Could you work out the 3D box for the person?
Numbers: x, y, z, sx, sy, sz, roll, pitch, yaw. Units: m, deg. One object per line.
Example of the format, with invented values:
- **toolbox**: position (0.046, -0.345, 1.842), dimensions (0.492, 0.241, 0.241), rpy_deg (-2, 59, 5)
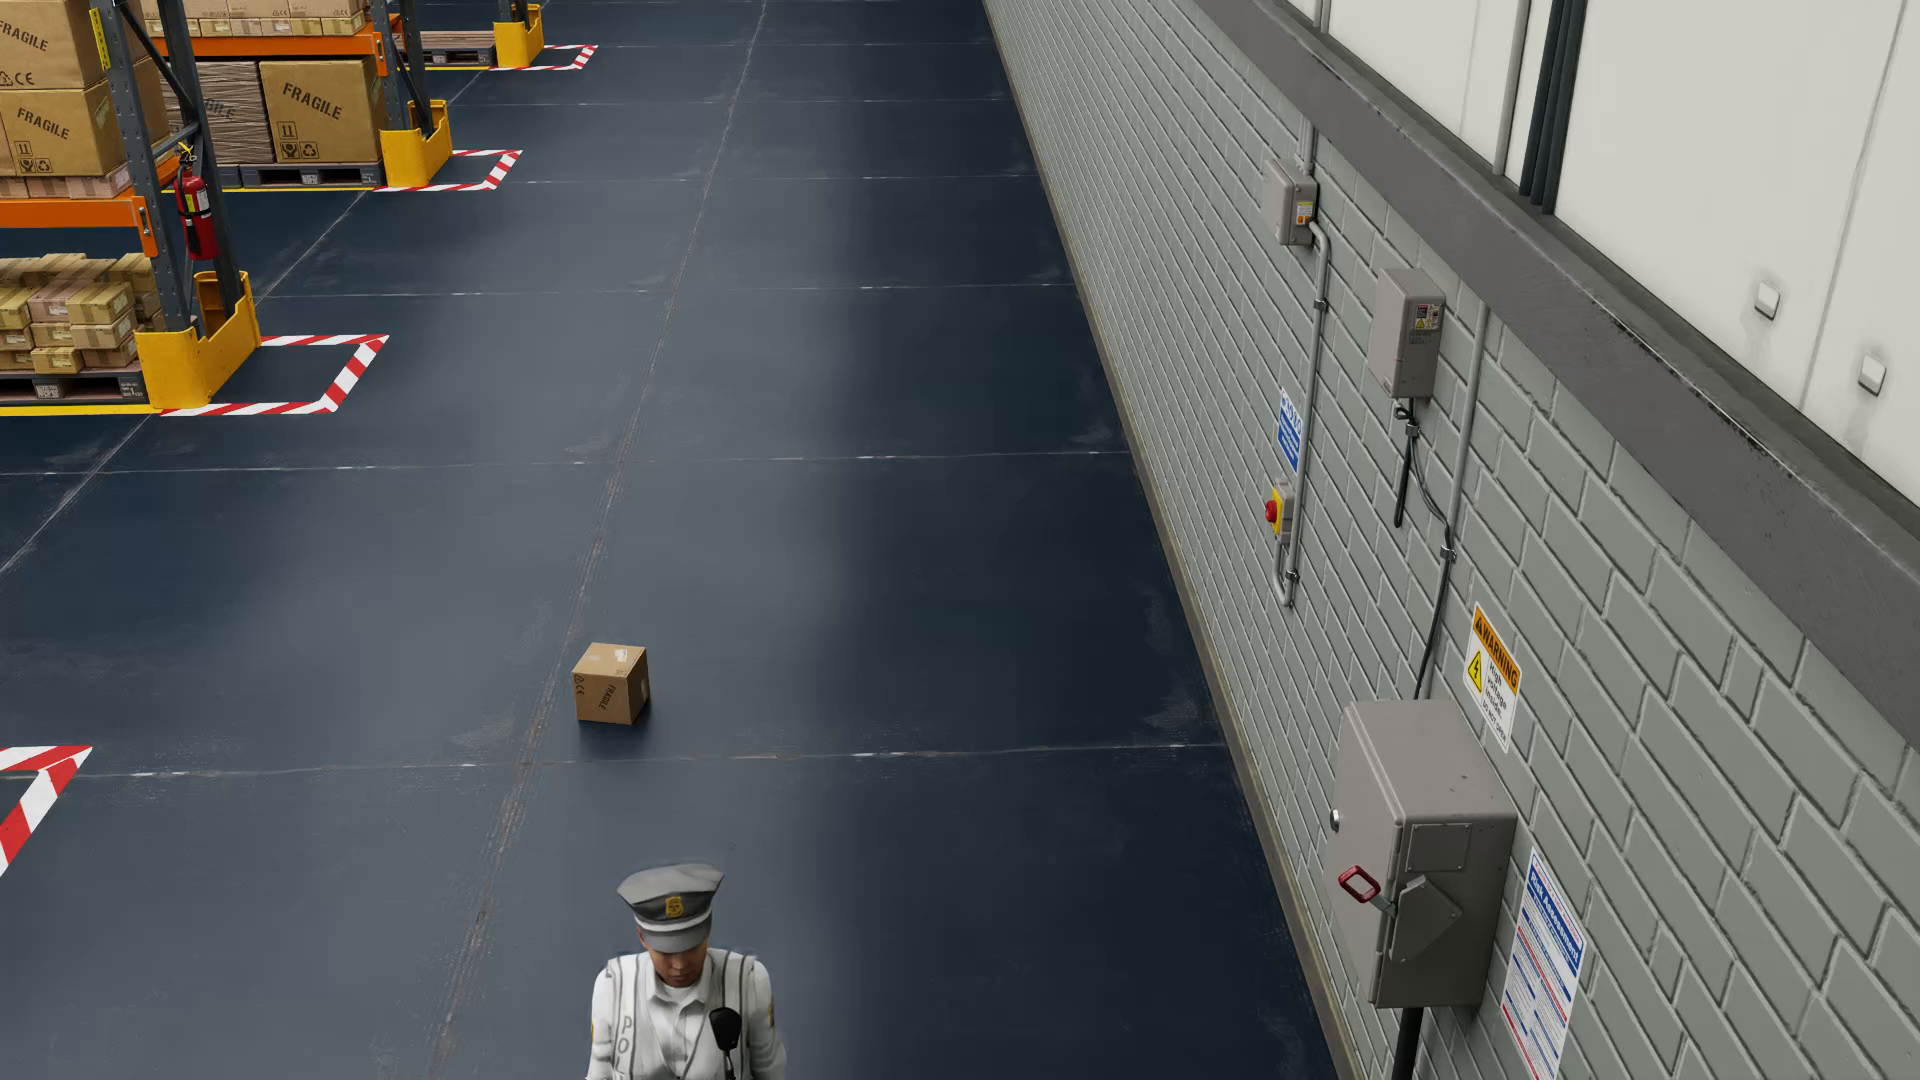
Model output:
- **person**: position (-0.668, 1.473, 4.161), dimensions (0.478, 1.653, 0.879), rpy_deg (-1, 28, -2)
